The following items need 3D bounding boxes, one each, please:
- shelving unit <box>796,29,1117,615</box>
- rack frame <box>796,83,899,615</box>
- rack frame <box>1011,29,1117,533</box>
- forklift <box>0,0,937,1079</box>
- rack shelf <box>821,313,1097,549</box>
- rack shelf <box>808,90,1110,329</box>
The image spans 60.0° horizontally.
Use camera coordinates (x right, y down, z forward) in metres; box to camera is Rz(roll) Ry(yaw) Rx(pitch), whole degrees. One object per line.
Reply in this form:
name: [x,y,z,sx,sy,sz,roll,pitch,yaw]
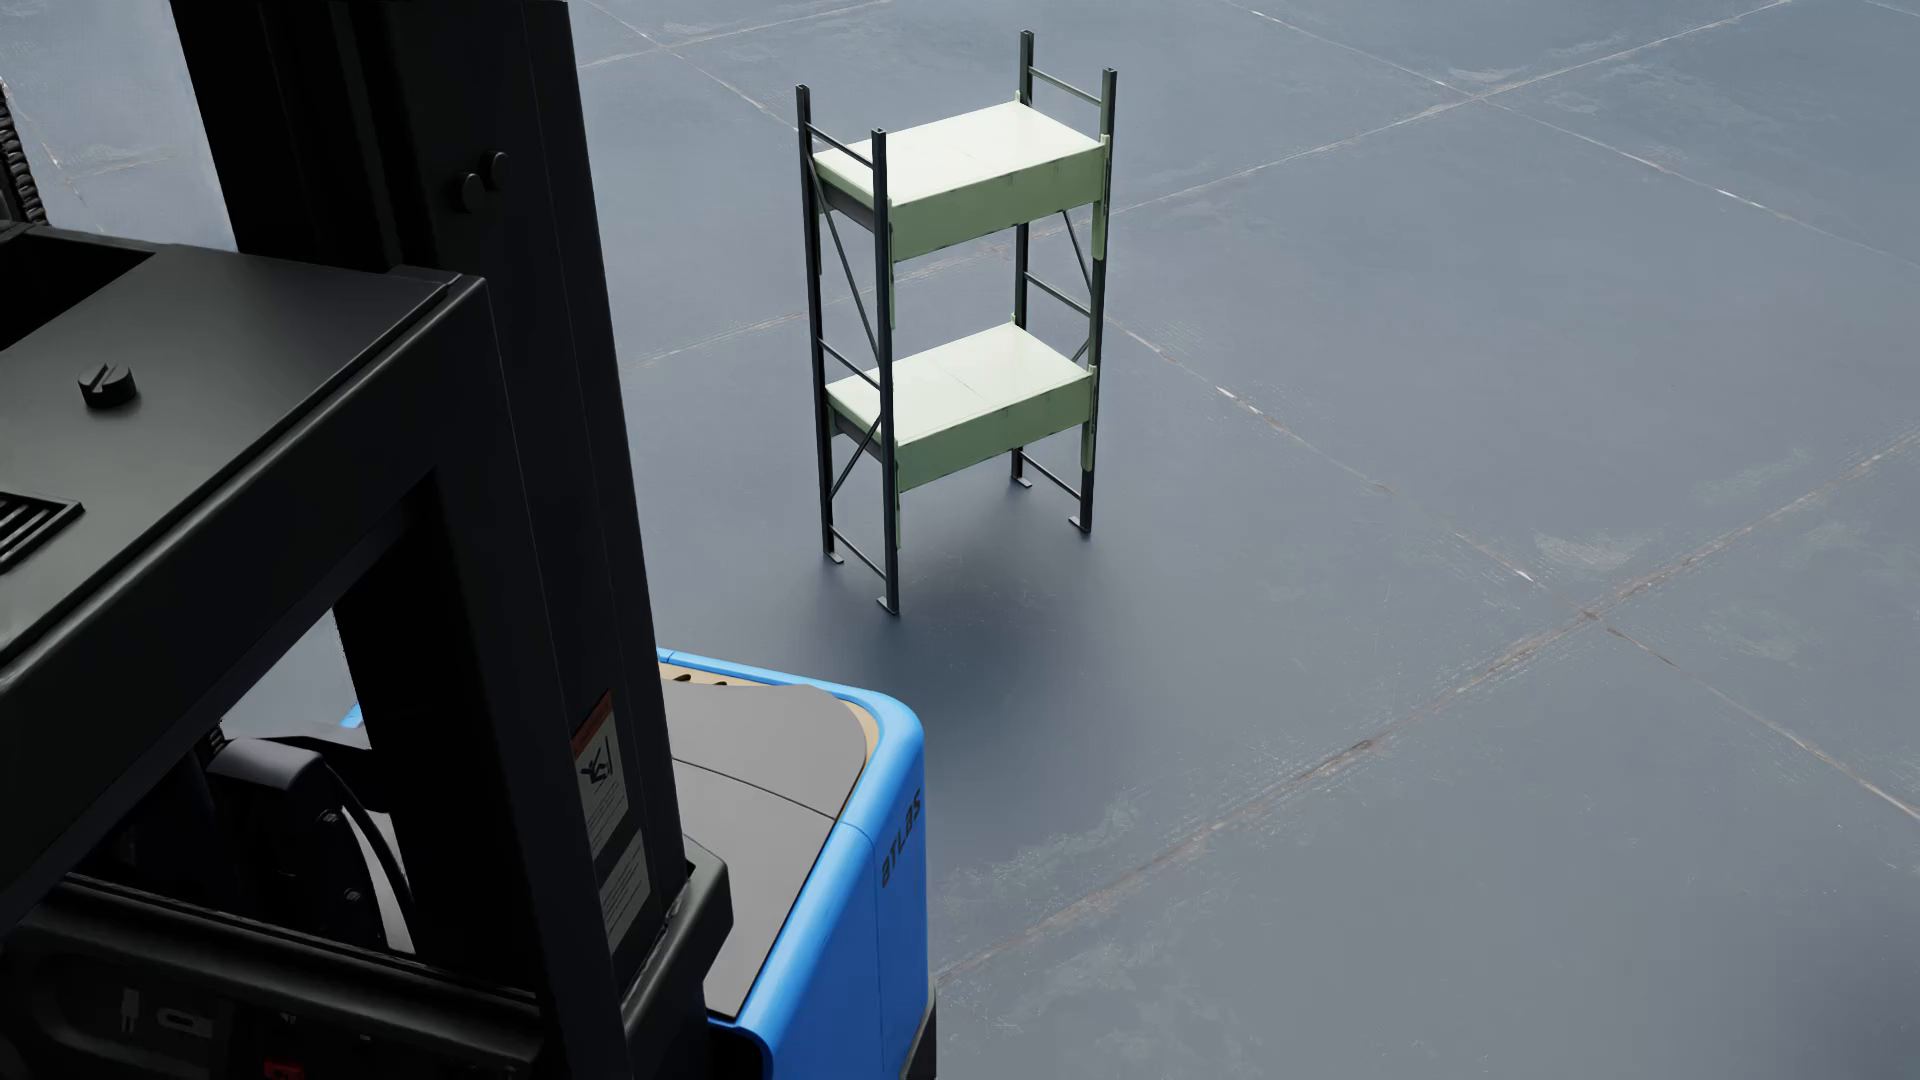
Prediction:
shelving unit: [-0.005,-0.607,4.809,0.755,1.500,0.431,-22,41,-28]
rack frame: [-0.305,-0.484,4.638,0.023,1.500,0.400,-22,41,-28]
rack frame: [0.294,-0.730,4.980,0.023,1.500,0.400,-22,41,-28]
forklift: [-0.967,0.712,1.750,1.130,2.935,3.031,10,37,14]
rack shelf: [-0.005,-0.342,4.999,0.720,0.370,0.431,-22,41,-28]
rack shelf: [-0.005,-0.923,4.581,0.720,0.370,0.431,-22,41,-28]
